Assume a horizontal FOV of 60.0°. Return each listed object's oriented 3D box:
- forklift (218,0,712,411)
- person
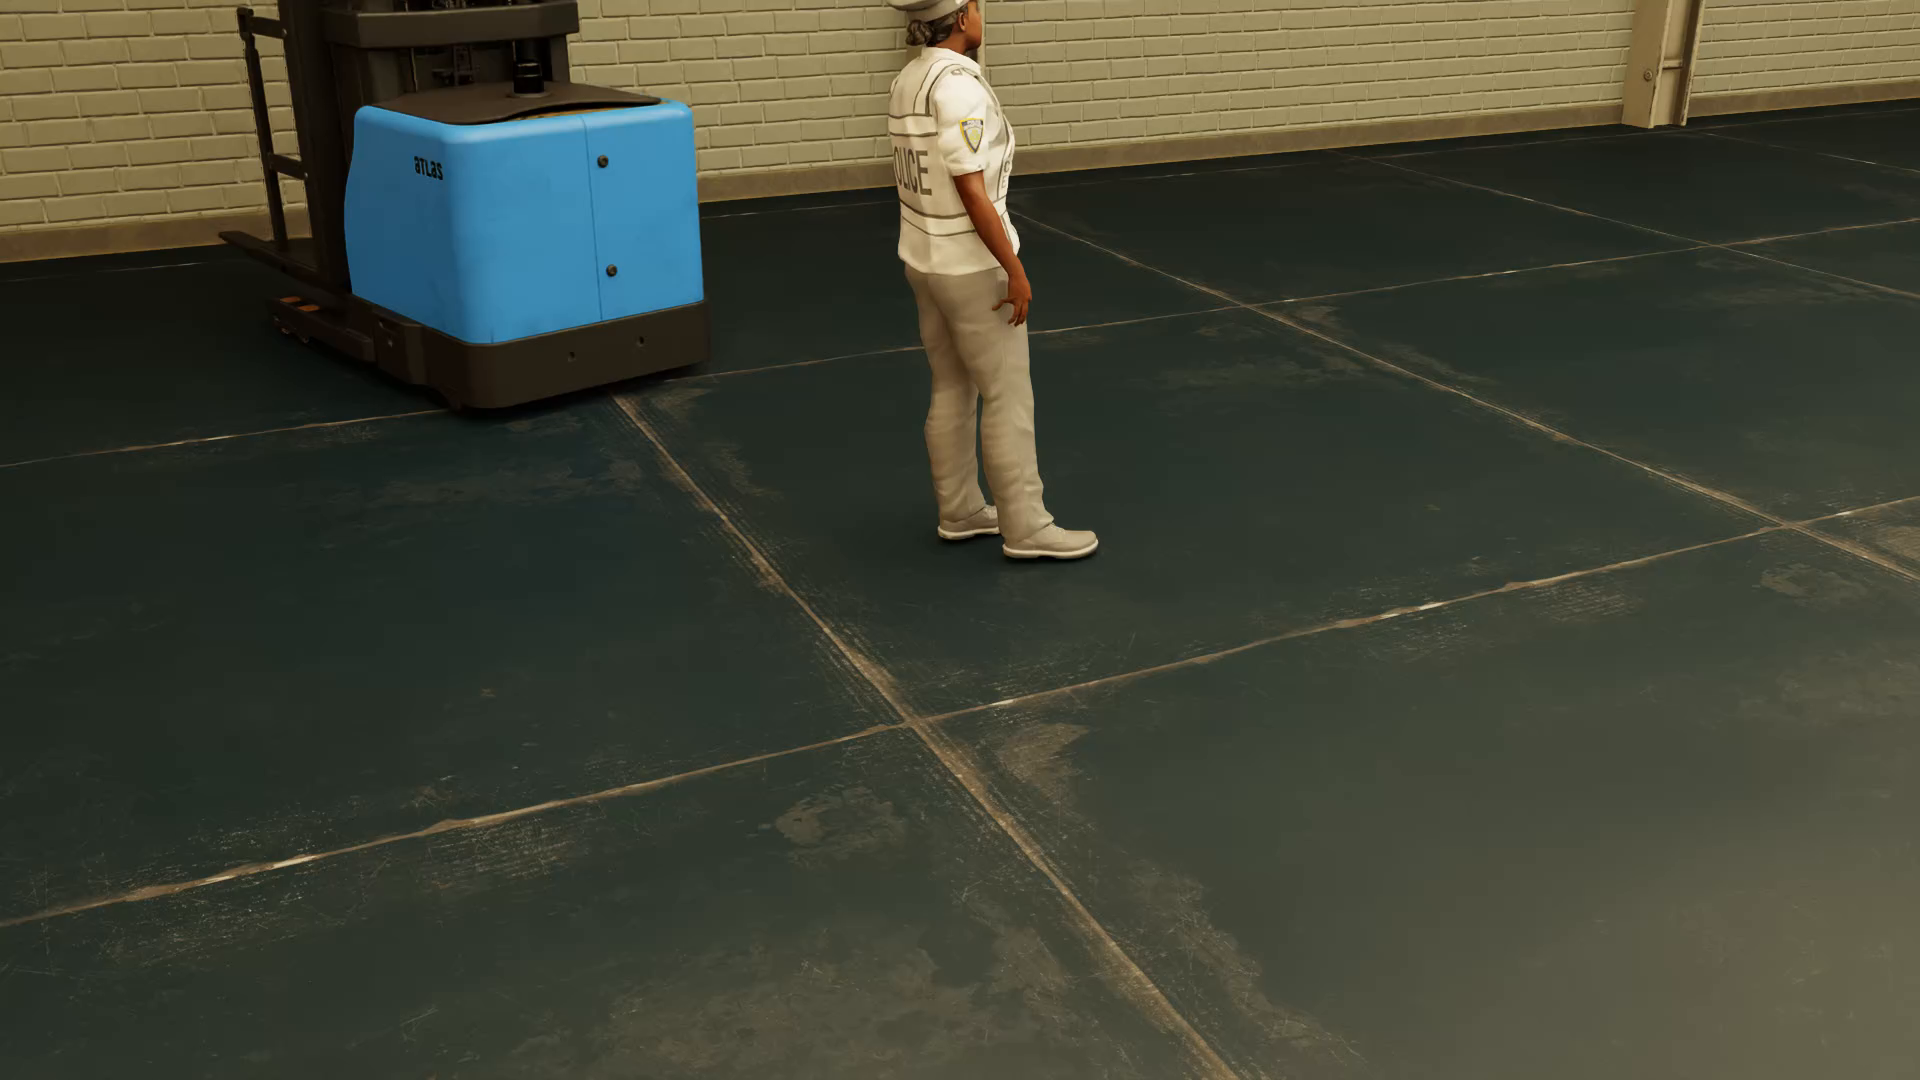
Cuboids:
[{"bbox_3d":[-2.367,-2.313,6.854,1.130,2.935,3.031,-19,29,-39],"label":"forklift"},{"bbox_3d":[0.077,-0.795,4.791,0.528,1.695,0.569,-10,25,-23],"label":"person"}]
